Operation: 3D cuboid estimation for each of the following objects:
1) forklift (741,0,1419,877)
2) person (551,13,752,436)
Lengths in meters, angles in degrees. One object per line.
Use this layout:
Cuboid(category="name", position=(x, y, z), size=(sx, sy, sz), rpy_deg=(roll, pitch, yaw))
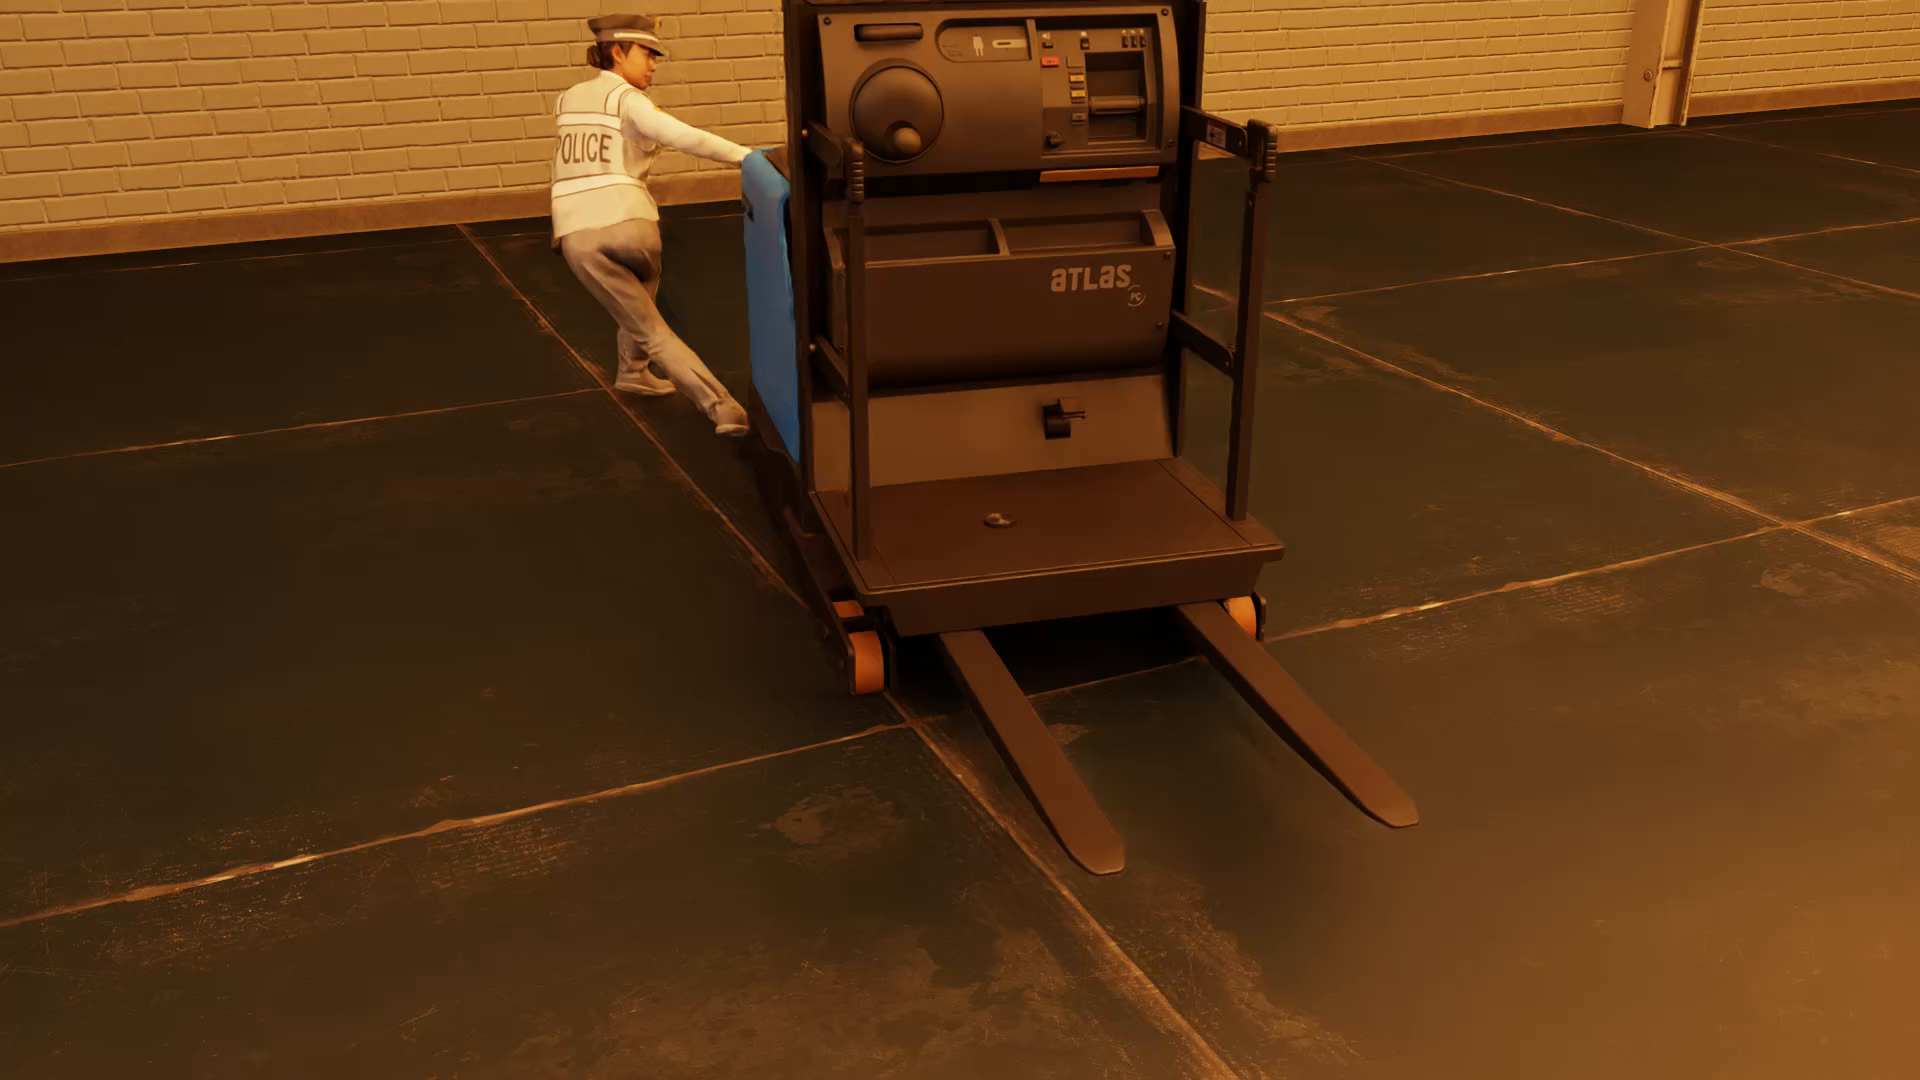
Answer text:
Cuboid(category="forklift", position=(0.166, -1.128, 4.002), size=(1.130, 2.935, 3.031), rpy_deg=(-6, 23, -14))
Cuboid(category="person", position=(-1.032, -1.133, 5.971), size=(0.885, 1.461, 0.976), rpy_deg=(3, 23, 6))
